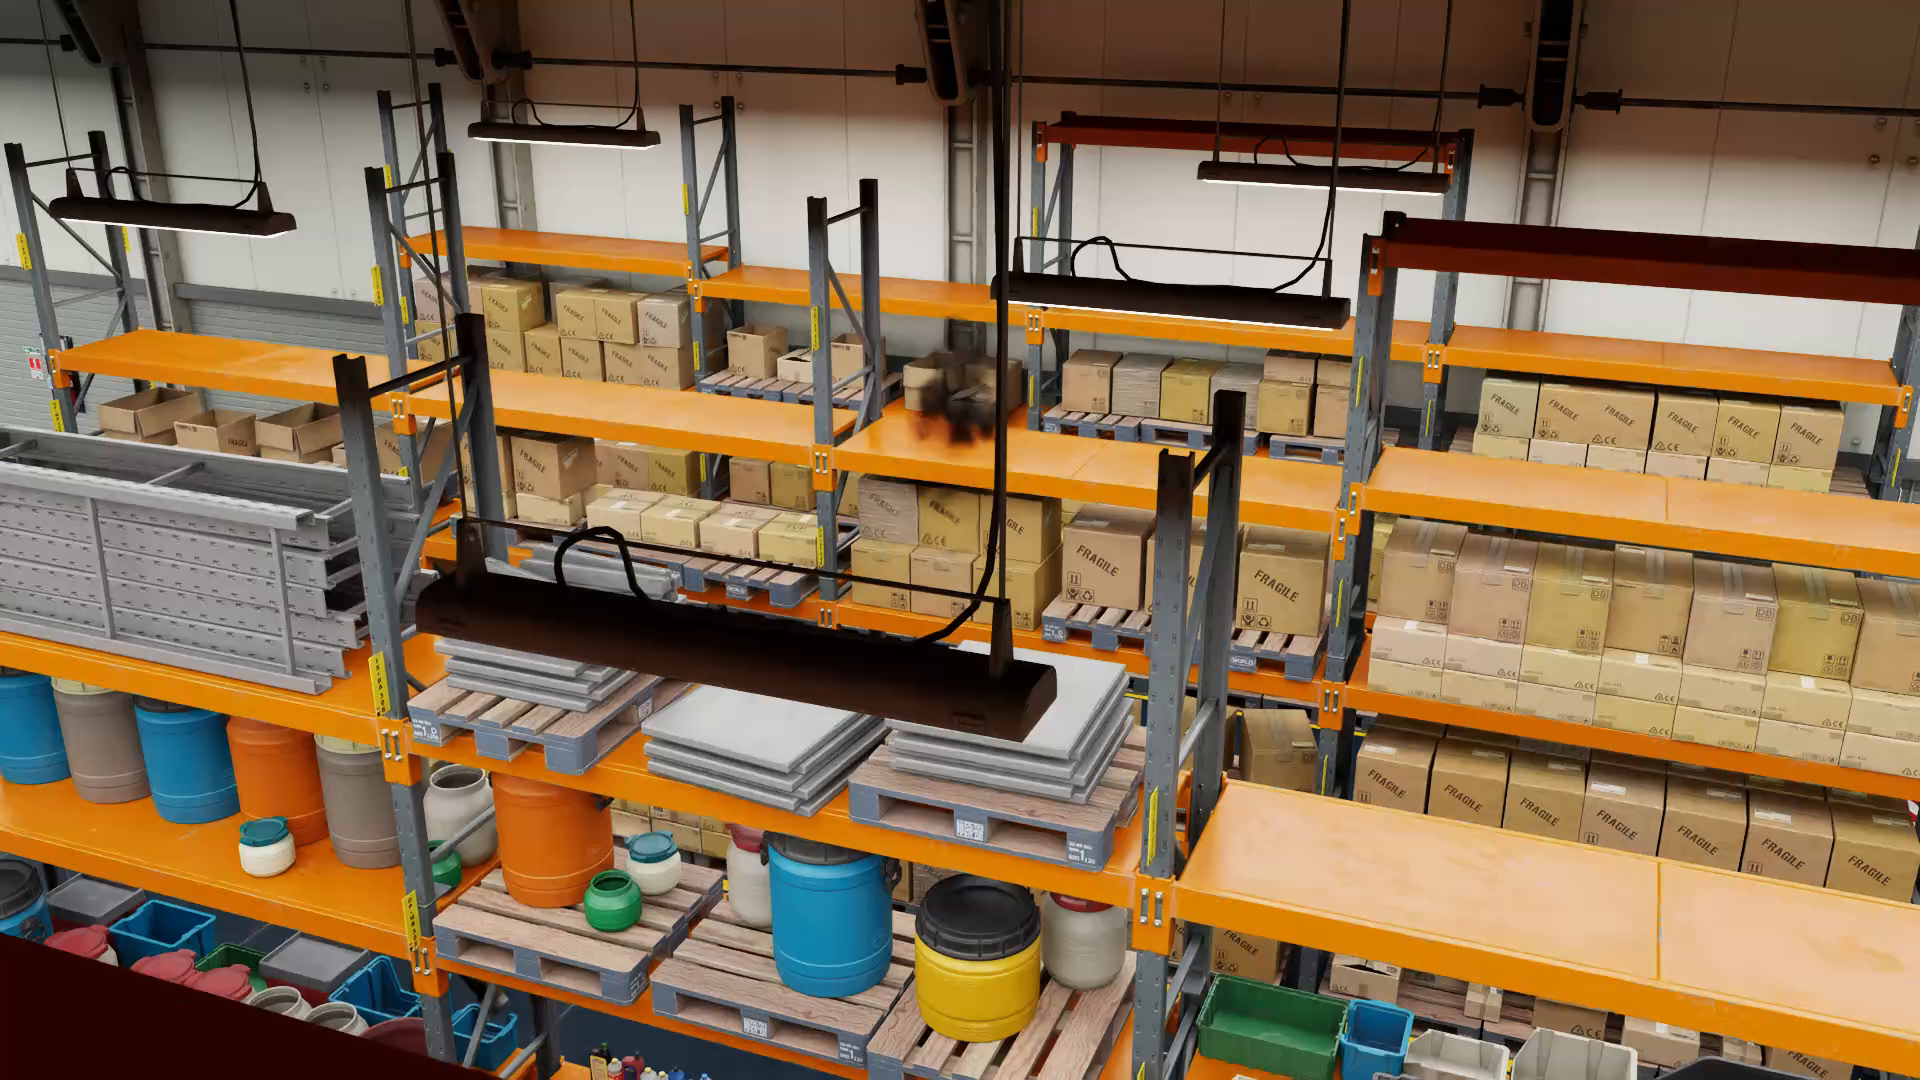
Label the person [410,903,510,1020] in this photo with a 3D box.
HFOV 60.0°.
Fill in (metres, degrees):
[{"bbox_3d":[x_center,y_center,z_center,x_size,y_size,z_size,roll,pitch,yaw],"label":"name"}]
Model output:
[{"bbox_3d":[-3.745,2.727,11.962,0.955,1.759,0.712,7,22,17],"label":"person"}]
